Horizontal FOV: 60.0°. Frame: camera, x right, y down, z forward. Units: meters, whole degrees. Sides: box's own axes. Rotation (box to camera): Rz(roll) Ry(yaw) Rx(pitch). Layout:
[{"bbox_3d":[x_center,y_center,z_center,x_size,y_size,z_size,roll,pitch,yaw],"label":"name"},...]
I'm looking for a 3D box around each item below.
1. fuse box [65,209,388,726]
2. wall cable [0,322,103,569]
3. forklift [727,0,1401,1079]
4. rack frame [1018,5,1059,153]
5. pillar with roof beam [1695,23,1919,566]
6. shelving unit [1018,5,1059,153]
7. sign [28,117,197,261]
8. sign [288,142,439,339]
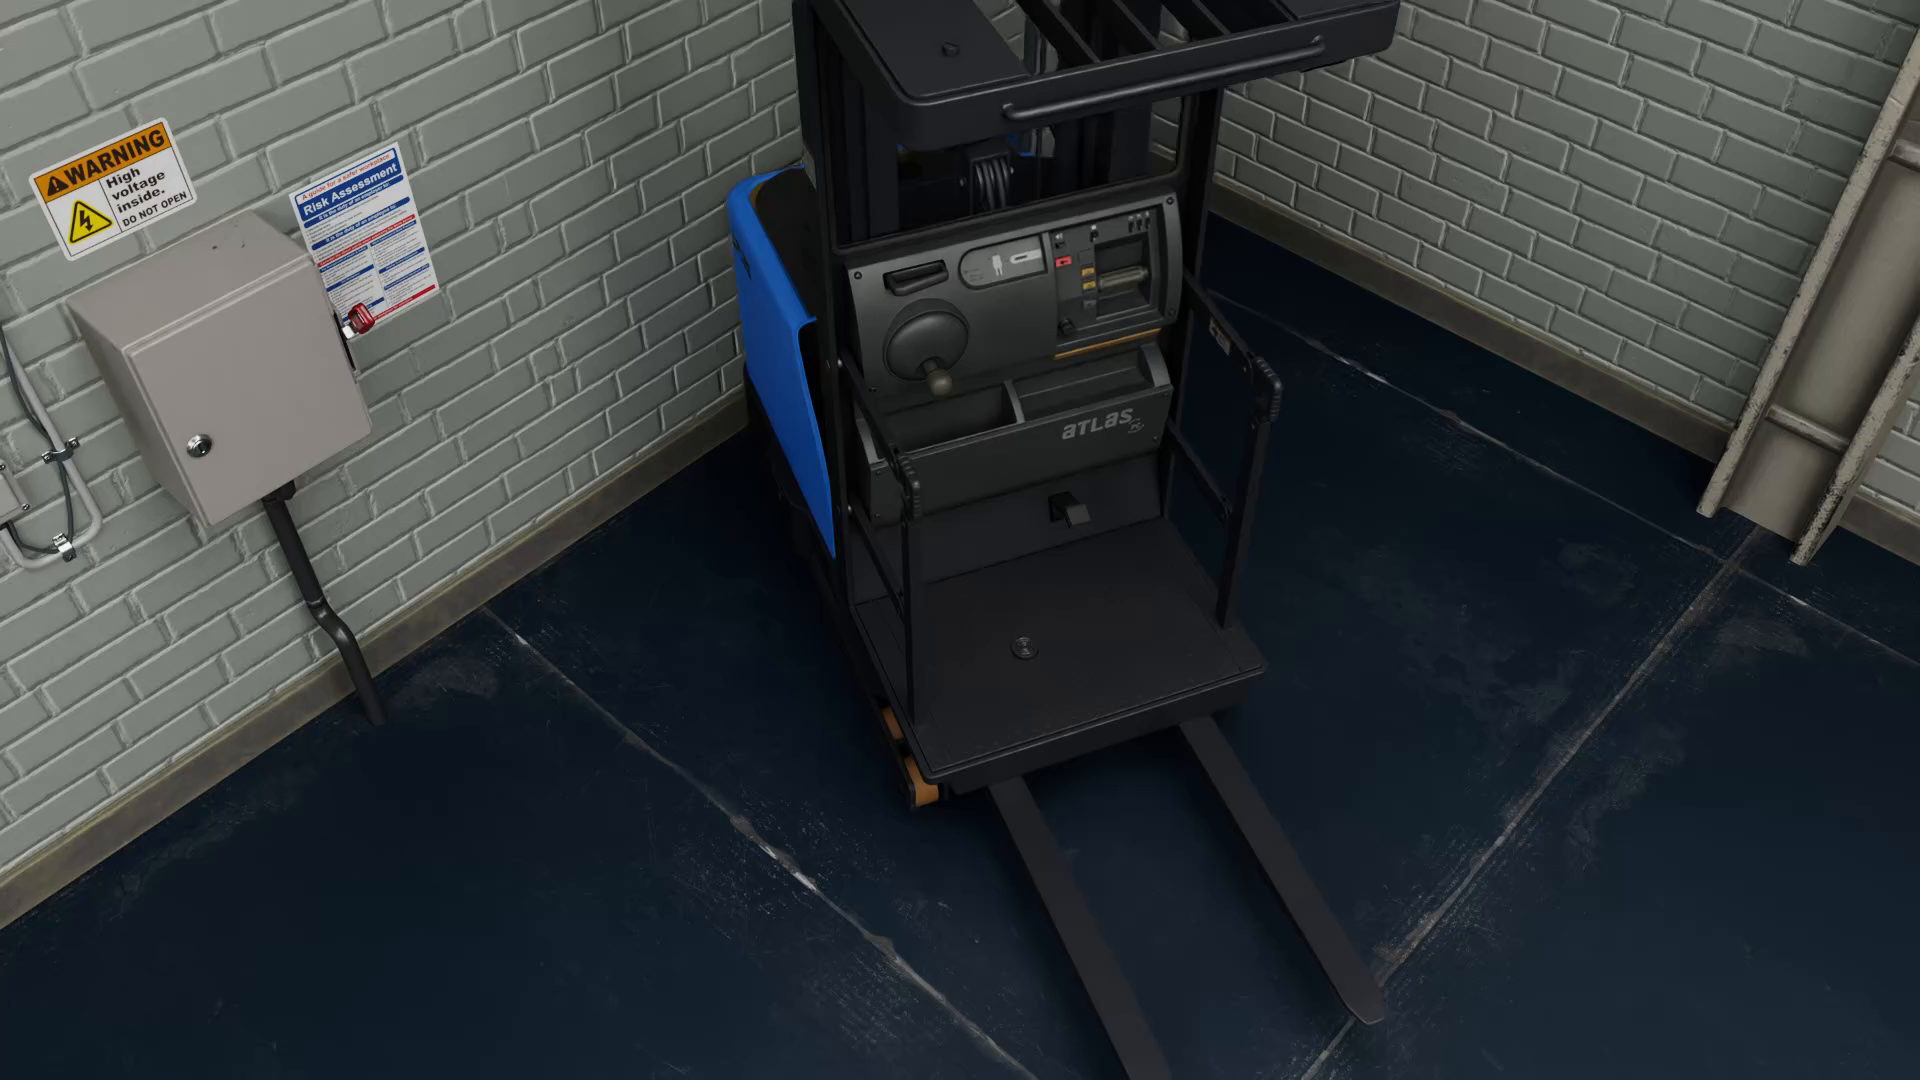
[{"bbox_3d":[-1.788,-0.026,4.600,0.414,1.711,0.539,34,55,28],"label":"fuse box"},{"bbox_3d":[-2.366,-0.527,3.490,0.122,1.984,0.588,34,55,28],"label":"wall cable"},{"bbox_3d":[0.239,-0.557,4.263,1.130,2.935,3.031,-16,49,-14],"label":"forklift"},{"bbox_3d":[0.284,-1.228,5.848,0.032,1.500,0.500,15,45,14],"label":"rack frame"},{"bbox_3d":[-0.086,-0.862,0.387,0.400,9.000,9.100,34,55,28],"label":"pillar with roof beam"},{"bbox_3d":[-0.199,-1.362,5.973,1.083,1.500,0.587,15,45,14],"label":"shelving unit"},{"bbox_3d":[-1.978,-0.822,3.898,0.001,0.242,0.339,34,55,28],"label":"sign"},{"bbox_3d":[-1.605,-0.801,4.510,0.001,0.494,0.329,34,55,28],"label":"sign"}]
